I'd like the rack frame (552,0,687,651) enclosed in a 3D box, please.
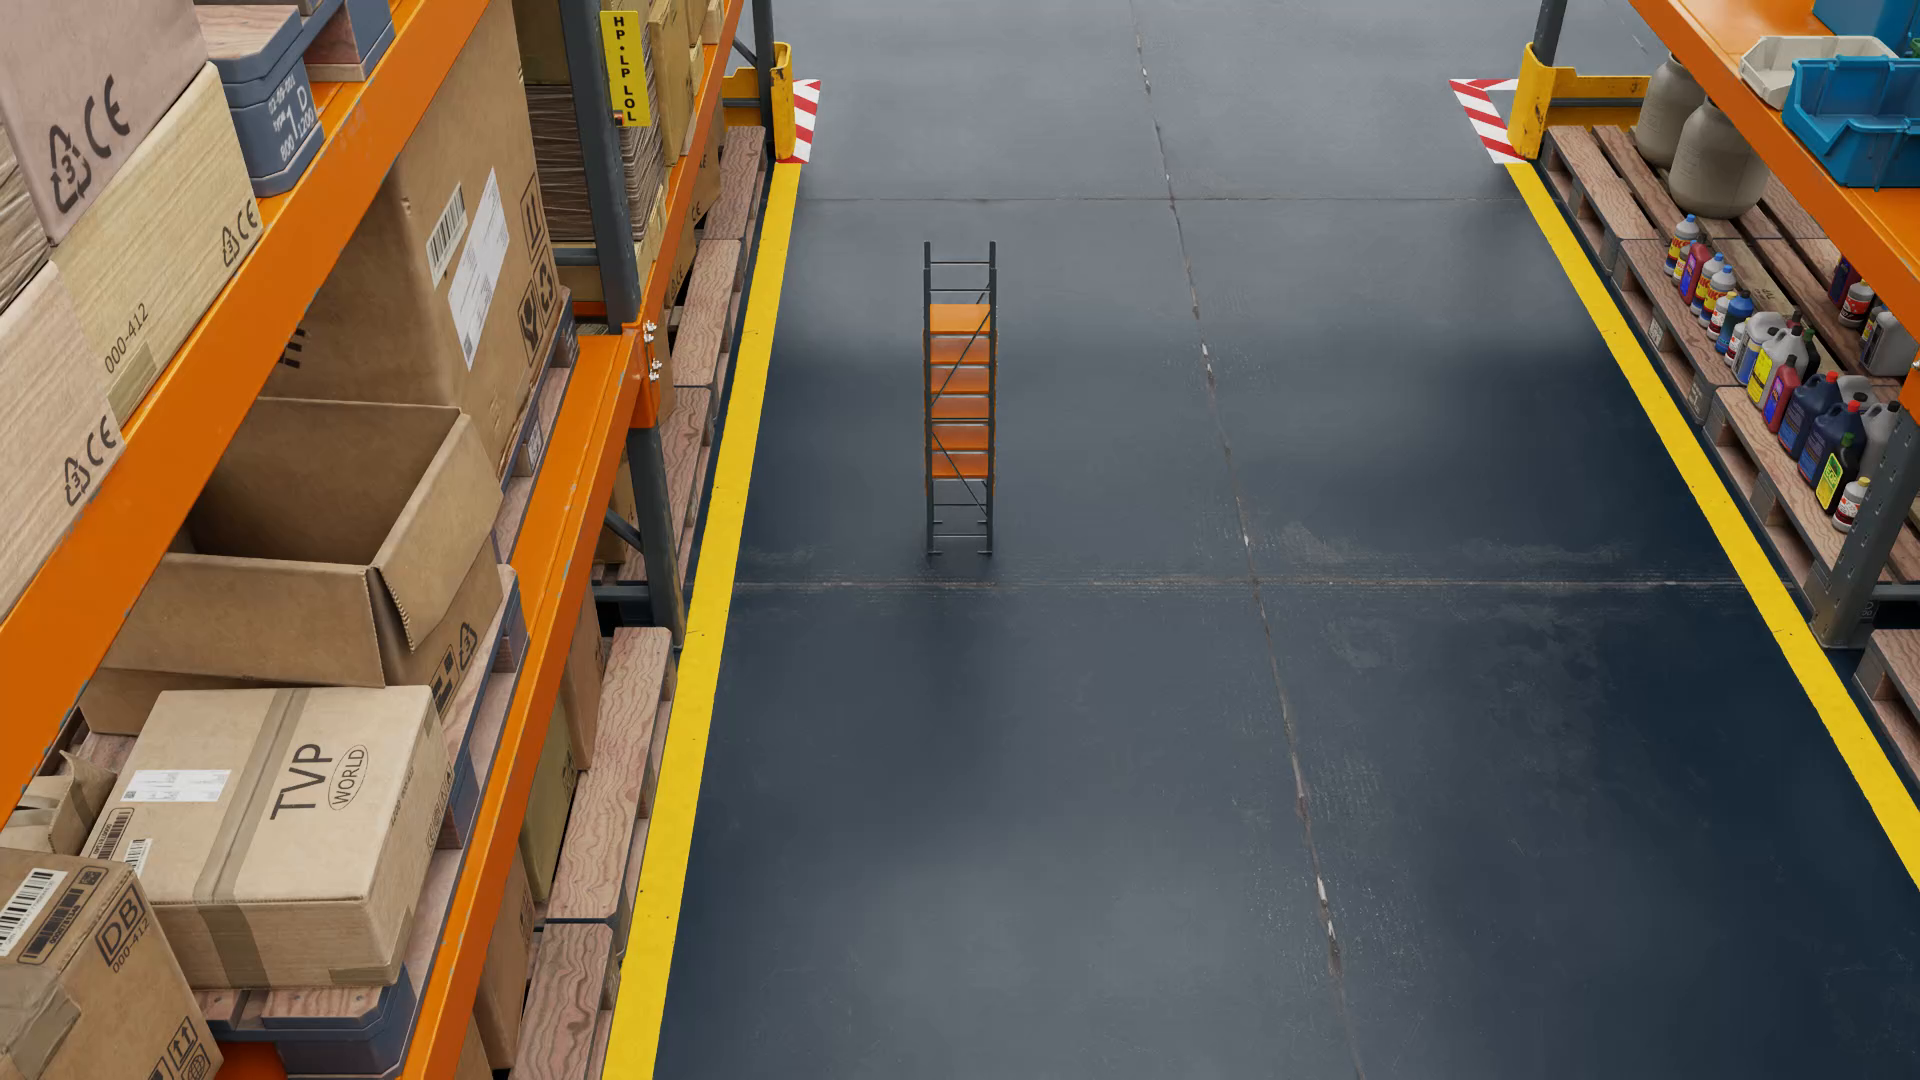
[{"bbox_3d":[-1.463,-0.823,4.879,1.000,3.000,0.127,0,39,0],"label":"rack frame"}]

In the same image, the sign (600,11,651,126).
[{"bbox_3d":[-0.908,-1.278,4.520,0.100,0.325,0.005,0,39,0],"label":"sign"}]

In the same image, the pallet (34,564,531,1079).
[{"bbox_3d":[-1.501,0.515,3.362,1.003,0.211,1.213,0,39,0],"label":"pallet"}]

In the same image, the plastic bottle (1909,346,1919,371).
[{"bbox_3d":[3.904,-0.854,6.683,0.144,0.351,0.185,0,39,0],"label":"plastic bottle"}]

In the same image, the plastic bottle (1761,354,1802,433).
[{"bbox_3d":[3.159,-0.563,6.374,0.061,0.283,0.133,2,39,3],"label":"plastic bottle"}]

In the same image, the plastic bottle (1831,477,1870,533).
[{"bbox_3d":[3.178,-0.133,5.903,0.097,0.201,0.097,0,39,0],"label":"plastic bottle"}]

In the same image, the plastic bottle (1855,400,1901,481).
[{"bbox_3d":[3.346,-0.367,6.076,0.144,0.351,0.185,0,39,0],"label":"plastic bottle"}]

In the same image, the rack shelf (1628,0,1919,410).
[{"bbox_3d":[3.488,-1.797,6.669,1.077,0.370,4.000,0,39,0],"label":"rack shelf"}]

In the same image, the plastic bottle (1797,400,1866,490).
[{"bbox_3d":[3.201,-0.367,6.076,0.144,0.351,0.185,-1,39,-1],"label":"plastic bottle"}]

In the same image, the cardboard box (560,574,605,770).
[{"bbox_3d":[-1.483,0.365,5.044,0.700,0.500,0.500,-3,39,-4],"label":"cardboard box"}]

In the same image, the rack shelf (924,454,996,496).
[{"bbox_3d":[0.000,-0.255,6.064,0.258,0.103,0.180,0,39,0],"label":"rack shelf"}]

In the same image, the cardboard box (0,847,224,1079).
[{"bbox_3d":[-1.599,0.789,2.451,0.700,0.500,0.500,5,39,7],"label":"cardboard box"}]

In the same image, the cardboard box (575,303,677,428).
[{"bbox_3d":[-1.431,-0.620,6.288,0.500,0.500,0.500,12,40,14],"label":"cardboard box"}]

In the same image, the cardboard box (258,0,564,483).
[{"bbox_3d":[-1.602,-0.724,3.940,1.000,1.000,1.000,0,39,0],"label":"cardboard box"}]

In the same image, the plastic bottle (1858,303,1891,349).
[{"bbox_3d":[3.783,-0.884,6.841,0.097,0.201,0.097,0,39,0],"label":"plastic bottle"}]

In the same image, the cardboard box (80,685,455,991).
[{"bbox_3d":[-1.230,0.525,2.981,0.500,0.250,0.500,-1,39,-1],"label":"cardboard box"}]

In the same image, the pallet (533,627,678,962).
[{"bbox_3d":[-1.460,0.752,5.143,1.003,0.211,1.213,0,39,0],"label":"pallet"}]

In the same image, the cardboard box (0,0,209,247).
[{"bbox_3d":[-1.206,-0.652,1.787,0.500,0.500,0.500,-1,39,-1],"label":"cardboard box"}]

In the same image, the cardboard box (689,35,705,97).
[{"bbox_3d":[-1.177,-1.798,6.296,0.380,0.149,0.250,0,39,0],"label":"cardboard box"}]

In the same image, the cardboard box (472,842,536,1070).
[{"bbox_3d":[-1.501,1.013,4.235,0.700,0.500,0.500,-3,39,-4],"label":"cardboard box"}]

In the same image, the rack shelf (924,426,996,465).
[{"bbox_3d":[0.000,-0.349,5.989,0.258,0.103,0.180,0,39,0],"label":"rack shelf"}]

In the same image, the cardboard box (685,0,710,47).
[{"bbox_3d":[-1.427,-2.198,6.276,0.875,0.500,0.500,0,39,0],"label":"cardboard box"}]

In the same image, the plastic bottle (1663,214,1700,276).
[{"bbox_3d":[3.176,-1.301,7.305,0.097,0.271,0.097,0,39,0],"label":"plastic bottle"}]

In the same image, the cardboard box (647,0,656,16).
[{"bbox_3d":[-1.211,-1.963,5.183,0.500,0.500,0.500,0,39,0],"label":"cardboard box"}]

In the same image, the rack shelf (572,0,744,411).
[{"bbox_3d":[-1.465,-1.793,6.664,1.077,0.370,4.000,0,39,0],"label":"rack shelf"}]

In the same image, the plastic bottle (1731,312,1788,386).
[{"bbox_3d":[3.205,-0.762,6.628,0.152,0.276,0.135,1,39,1],"label":"plastic bottle"}]

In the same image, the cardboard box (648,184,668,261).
[{"bbox_3d":[-1.149,-1.016,5.320,0.380,0.149,0.250,0,39,0],"label":"cardboard box"}]

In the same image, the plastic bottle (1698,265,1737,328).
[{"bbox_3d":[3.177,-1.024,6.959,0.097,0.271,0.097,0,39,0],"label":"plastic bottle"}]

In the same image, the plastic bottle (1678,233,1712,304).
[{"bbox_3d":[3.158,-1.164,7.124,0.061,0.283,0.133,1,39,1],"label":"plastic bottle"}]

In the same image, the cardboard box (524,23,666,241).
[{"bbox_3d":[-1.401,-1.260,5.105,0.875,0.500,0.500,0,39,0],"label":"cardboard box"}]

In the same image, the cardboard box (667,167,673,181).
[{"bbox_3d":[-1.187,-1.329,5.710,0.380,0.149,0.250,0,39,0],"label":"cardboard box"}]

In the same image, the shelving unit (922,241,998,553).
[{"bbox_3d":[0.000,-0.477,5.886,0.258,1.200,0.189,0,39,0],"label":"shelving unit"}]

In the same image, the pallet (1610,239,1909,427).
[{"bbox_3d":[3.527,-0.923,7.234,1.003,0.211,1.213,0,39,0],"label":"pallet"}]

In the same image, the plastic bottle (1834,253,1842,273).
[{"bbox_3d":[3.926,-1.260,7.309,0.097,0.201,0.097,0,39,0],"label":"plastic bottle"}]

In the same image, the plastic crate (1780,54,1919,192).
[{"bbox_3d":[3.218,-1.461,5.793,0.499,0.251,0.616,0,39,0],"label":"plastic crate"}]

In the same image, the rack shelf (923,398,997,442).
[{"bbox_3d":[0.000,-0.443,5.914,0.258,0.103,0.180,0,39,0],"label":"rack shelf"}]

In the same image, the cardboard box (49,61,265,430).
[{"bbox_3d":[-1.214,-0.370,2.035,0.500,0.250,0.500,1,39,1],"label":"cardboard box"}]

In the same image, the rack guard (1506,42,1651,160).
[{"bbox_3d":[3.533,-2.305,8.727,1.175,0.500,0.348,0,39,0],"label":"rack guard"}]

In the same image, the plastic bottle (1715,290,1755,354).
[{"bbox_3d":[3.177,-0.898,6.801,0.097,0.271,0.097,0,39,0],"label":"plastic bottle"}]

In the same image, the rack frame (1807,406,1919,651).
[{"bbox_3d":[3.490,-0.827,4.883,1.000,3.000,0.127,0,39,0],"label":"rack frame"}]

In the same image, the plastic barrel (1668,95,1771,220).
[{"bbox_3d":[3.564,-1.796,7.746,0.421,0.512,0.421,0,39,0],"label":"plastic barrel"}]

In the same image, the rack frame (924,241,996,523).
[{"bbox_3d":[0.000,-0.534,5.957,0.240,1.200,0.006,0,39,0],"label":"rack frame"}]

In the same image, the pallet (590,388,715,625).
[{"bbox_3d":[-1.499,-0.155,6.275,1.003,0.211,1.213,0,39,0],"label":"pallet"}]

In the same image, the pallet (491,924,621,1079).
[{"bbox_3d":[-1.456,1.517,4.189,1.003,0.211,1.213,0,39,0],"label":"pallet"}]

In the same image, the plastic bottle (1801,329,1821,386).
[{"bbox_3d":[3.303,-0.679,6.519,0.061,0.283,0.133,0,39,0],"label":"plastic bottle"}]

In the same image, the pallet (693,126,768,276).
[{"bbox_3d":[-1.502,-1.681,8.179,1.003,0.211,1.213,0,39,0],"label":"pallet"}]

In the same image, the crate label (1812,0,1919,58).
[{"bbox_3d":[3.758,-2.191,6.557,0.502,0.435,0.616,0,39,0],"label":"crate label"}]

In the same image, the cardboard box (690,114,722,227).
[{"bbox_3d":[-1.448,-1.749,7.697,0.500,0.500,0.500,10,40,12],"label":"cardboard box"}]
